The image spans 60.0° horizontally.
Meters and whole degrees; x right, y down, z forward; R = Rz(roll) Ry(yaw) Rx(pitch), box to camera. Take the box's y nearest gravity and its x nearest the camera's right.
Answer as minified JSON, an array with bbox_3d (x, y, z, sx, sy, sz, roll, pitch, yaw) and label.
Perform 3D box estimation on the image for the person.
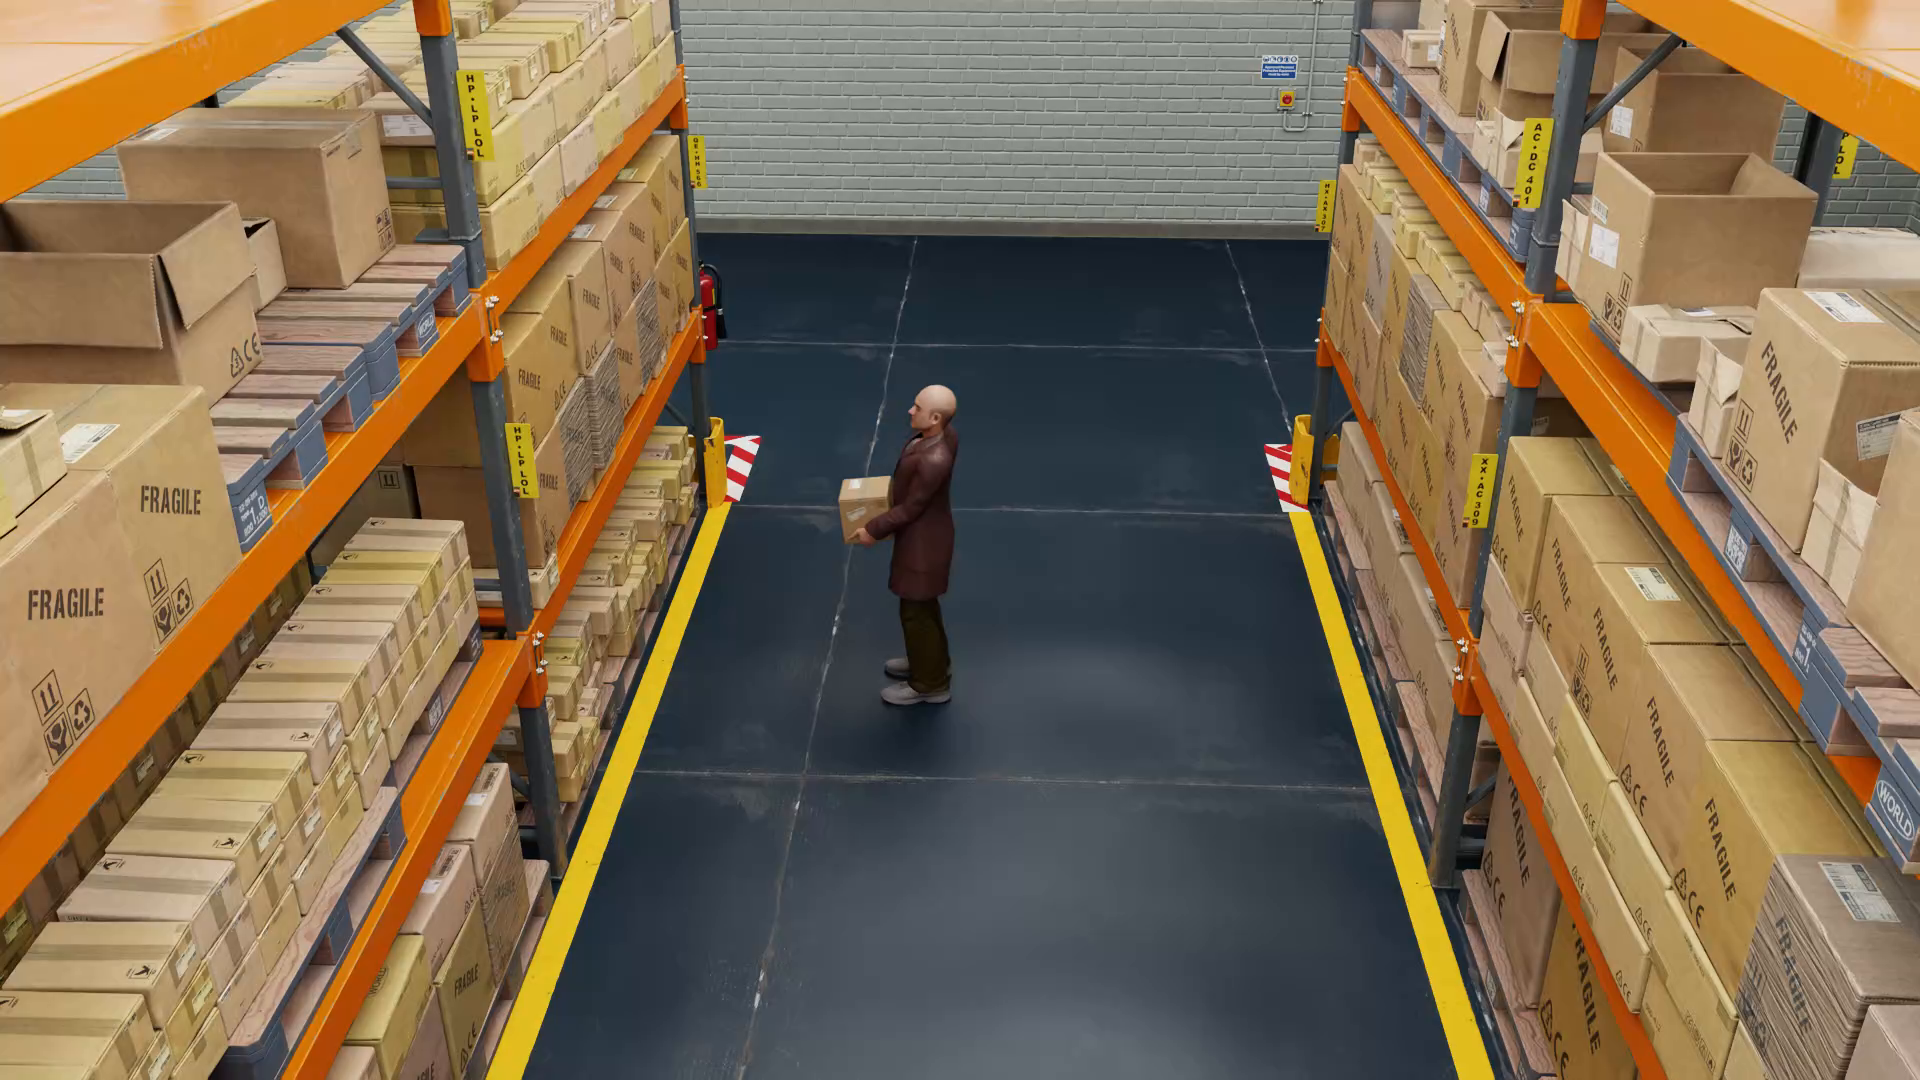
[{"bbox_3d":[-0.289,0.015,8.613,0.555,1.769,0.531,1,28,2],"label":"person"}]
